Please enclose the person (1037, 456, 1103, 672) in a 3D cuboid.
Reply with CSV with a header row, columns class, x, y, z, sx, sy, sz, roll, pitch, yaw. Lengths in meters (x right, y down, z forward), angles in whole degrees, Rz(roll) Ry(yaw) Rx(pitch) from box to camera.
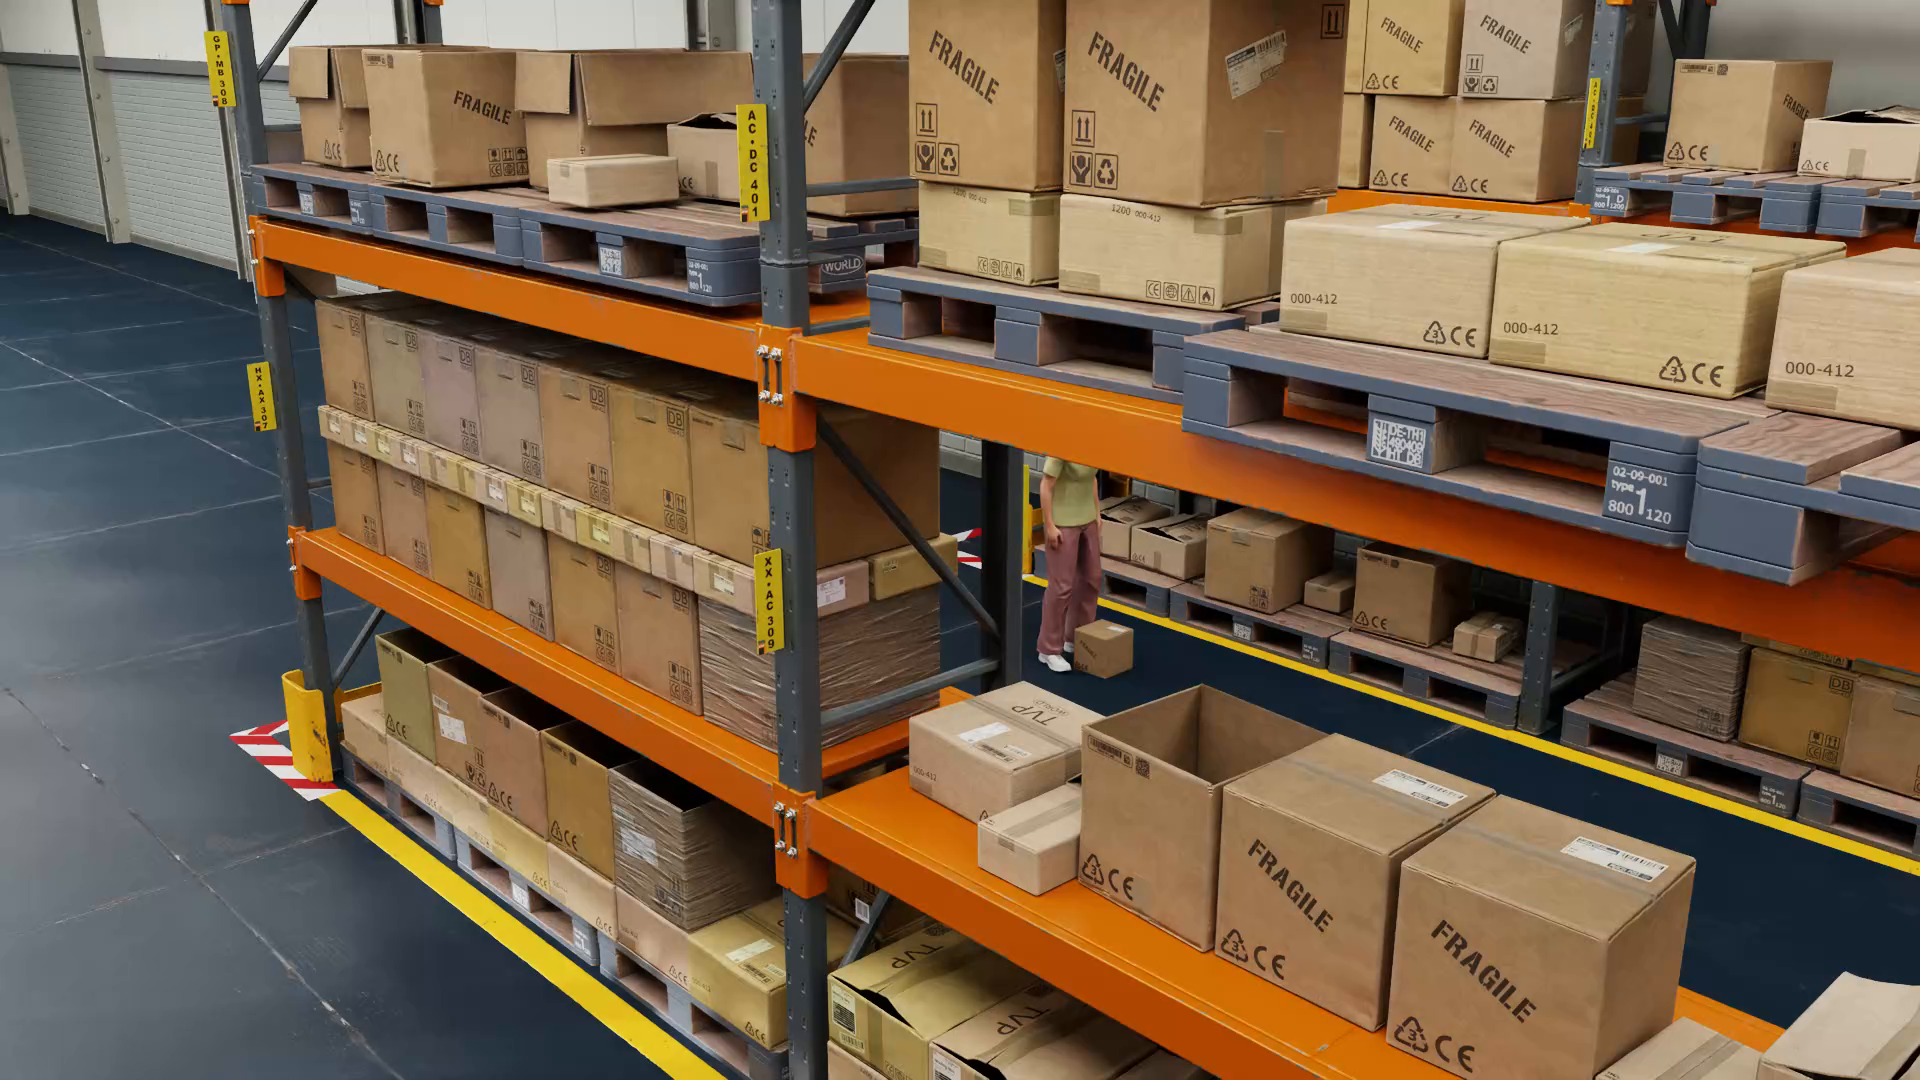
class,x,y,z,sx,sy,sz,roll,pitch,yaw
person,0.681,-0.086,9.825,0.366,1.671,0.520,16,23,41
